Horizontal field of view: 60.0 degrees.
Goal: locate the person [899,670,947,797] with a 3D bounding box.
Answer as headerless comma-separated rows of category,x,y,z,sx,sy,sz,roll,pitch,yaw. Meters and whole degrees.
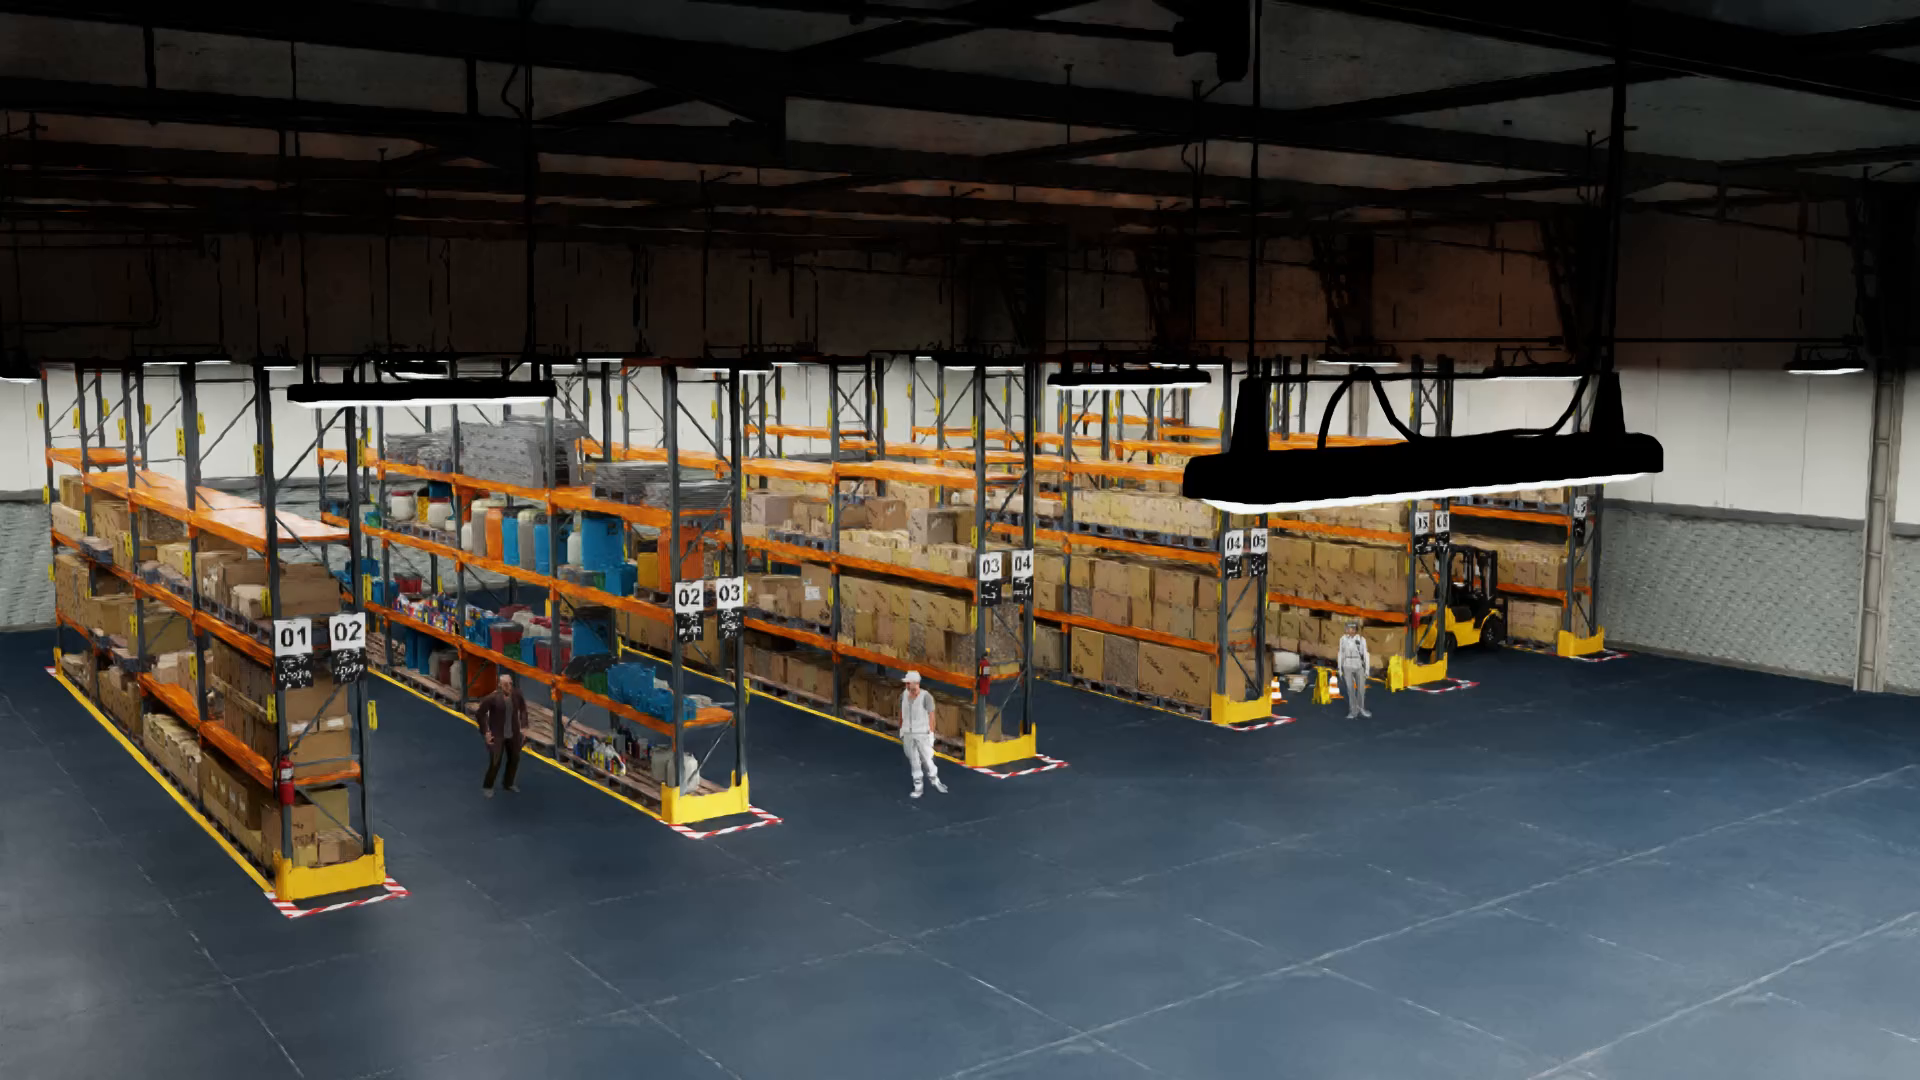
person,-0.539,2.675,23.053,0.697,1.780,0.447,3,7,24

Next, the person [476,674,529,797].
person,-6.375,2.700,23.176,0.729,1.733,0.544,-5,9,-38

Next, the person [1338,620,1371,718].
person,6.615,2.154,27.872,0.583,1.668,0.385,3,7,23
